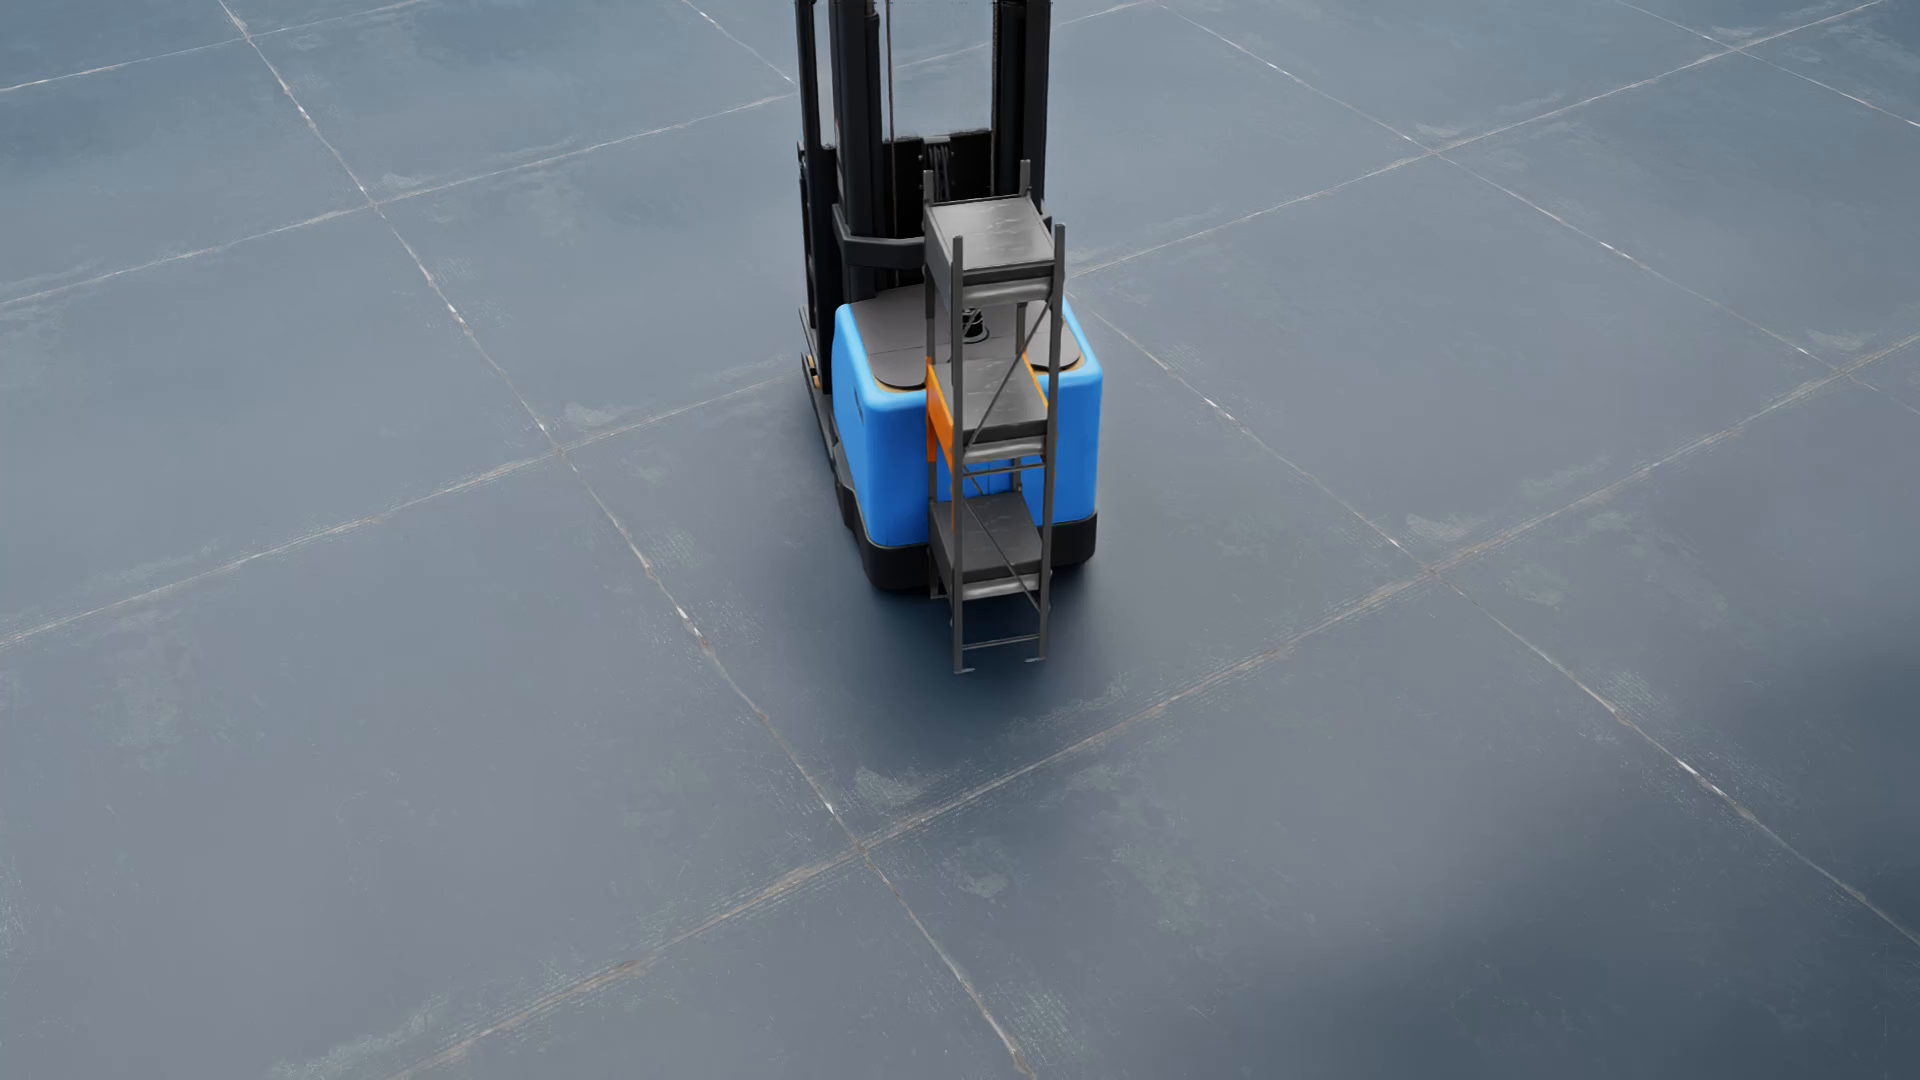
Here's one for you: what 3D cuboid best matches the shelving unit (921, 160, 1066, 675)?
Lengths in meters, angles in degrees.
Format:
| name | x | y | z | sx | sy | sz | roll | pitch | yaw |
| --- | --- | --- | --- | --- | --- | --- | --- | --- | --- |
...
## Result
| name | x | y | z | sx | sy | sz | roll | pitch | yaw |
| --- | --- | --- | --- | --- | --- | --- | --- | --- | --- |
| shelving unit | 0.117 | -0.418 | 6.611 | 0.431 | 2.100 | 0.503 | -8 | 41 | -10 |

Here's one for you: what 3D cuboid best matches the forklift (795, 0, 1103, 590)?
| name | x | y | z | sx | sy | sz | roll | pitch | yaw |
| --- | --- | --- | --- | --- | --- | --- | --- | --- | --- |
| forklift | -0.208 | -1.854 | 7.685 | 1.130 | 2.935 | 3.031 | -8 | 41 | -10 |

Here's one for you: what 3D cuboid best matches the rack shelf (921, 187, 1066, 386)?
| name | x | y | z | sx | sy | sz | roll | pitch | yaw |
| --- | --- | --- | --- | --- | --- | --- | --- | --- | --- |
| rack shelf | 0.117 | -0.945 | 6.171 | 0.431 | 0.518 | 0.480 | -8 | 41 | -10 |

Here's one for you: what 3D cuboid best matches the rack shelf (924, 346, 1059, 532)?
| name | x | y | z | sx | sy | sz | roll | pitch | yaw |
| --- | --- | --- | --- | --- | --- | --- | --- | --- | --- |
| rack shelf | 0.117 | -0.407 | 6.620 | 0.431 | 0.518 | 0.480 | -8 | 41 | -10 |

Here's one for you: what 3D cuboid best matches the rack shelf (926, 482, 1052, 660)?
| name | x | y | z | sx | sy | sz | roll | pitch | yaw |
| --- | --- | --- | --- | --- | --- | --- | --- | --- | --- |
| rack shelf | 0.117 | 0.131 | 7.068 | 0.431 | 0.518 | 0.480 | -8 | 41 | -10 |

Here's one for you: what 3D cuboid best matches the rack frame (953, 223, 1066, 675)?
| name | x | y | z | sx | sy | sz | roll | pitch | yaw |
| --- | --- | --- | --- | --- | --- | --- | --- | --- | --- |
| rack frame | 0.171 | -0.265 | 6.428 | 0.400 | 2.100 | 0.015 | -8 | 41 | -10 |

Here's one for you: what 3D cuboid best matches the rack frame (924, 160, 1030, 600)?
| name | x | y | z | sx | sy | sz | roll | pitch | yaw |
| --- | --- | --- | --- | --- | --- | --- | --- | --- | --- |
| rack frame | 0.063 | -0.570 | 6.794 | 0.400 | 2.100 | 0.015 | -8 | 41 | -10 |
